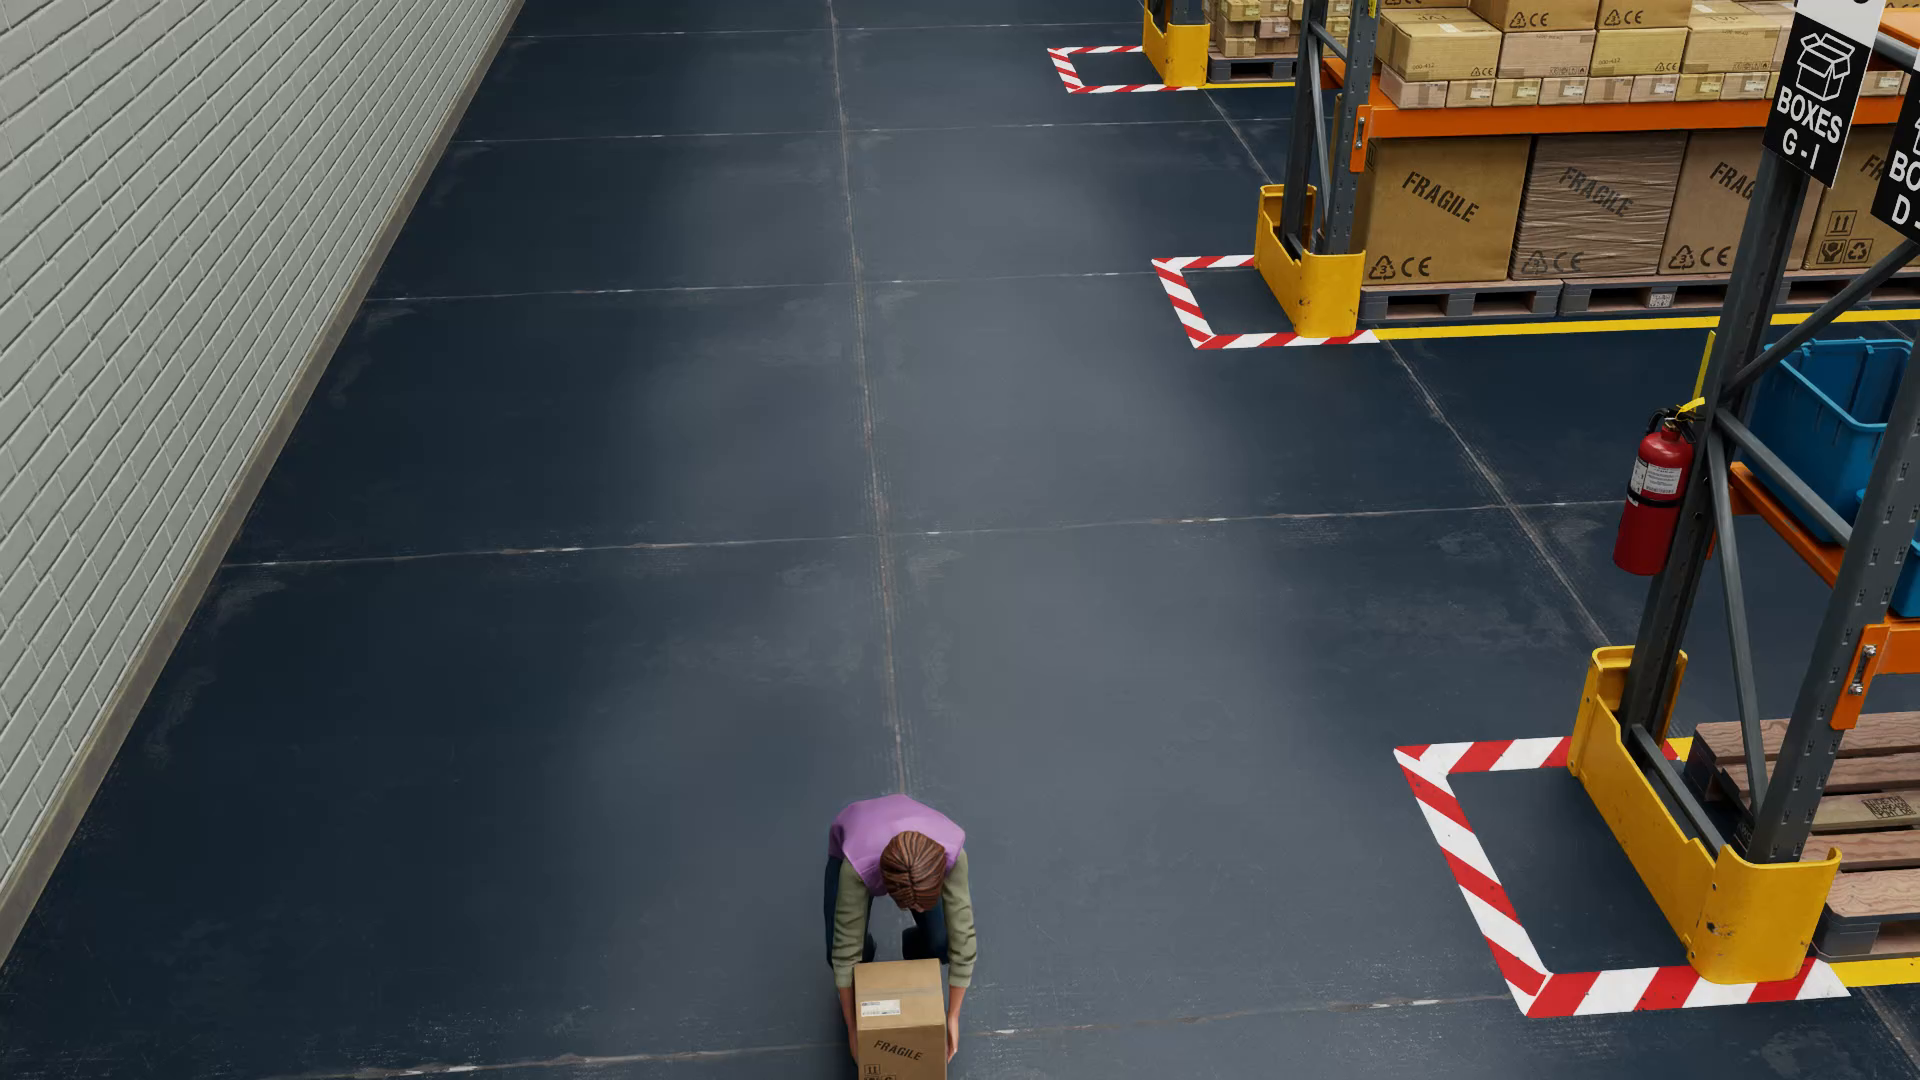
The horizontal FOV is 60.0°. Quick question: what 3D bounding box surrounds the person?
[{"bbox_3d":[-0.192,1.100,5.025,0.445,0.897,0.809,-3,32,-5],"label":"person"}]
